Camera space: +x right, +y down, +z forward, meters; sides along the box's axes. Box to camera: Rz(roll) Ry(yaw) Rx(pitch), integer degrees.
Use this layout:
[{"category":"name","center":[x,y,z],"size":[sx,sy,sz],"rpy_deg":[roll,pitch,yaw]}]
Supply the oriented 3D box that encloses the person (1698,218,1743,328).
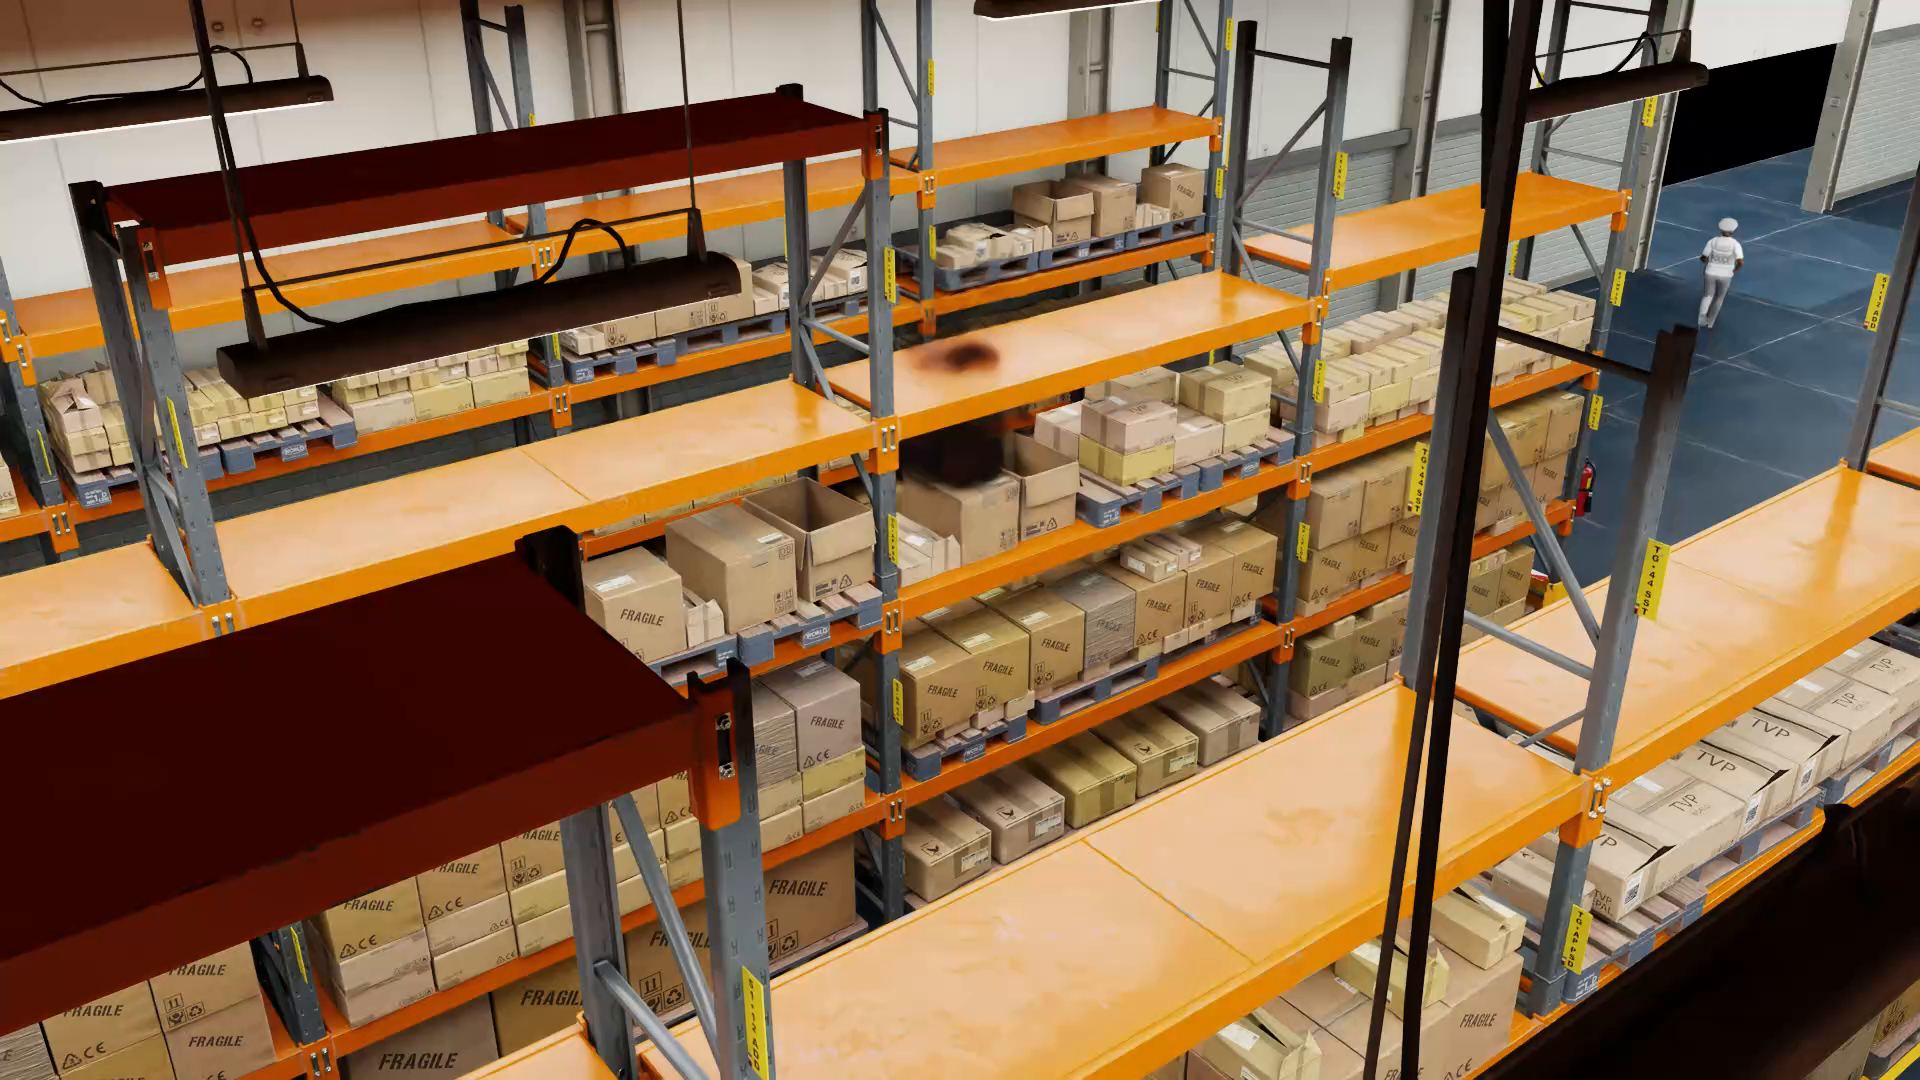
[{"category":"person","center":[10.957,-3.807,24.023],"size":[0.577,1.686,0.718],"rpy_deg":[14,29,26]}]
